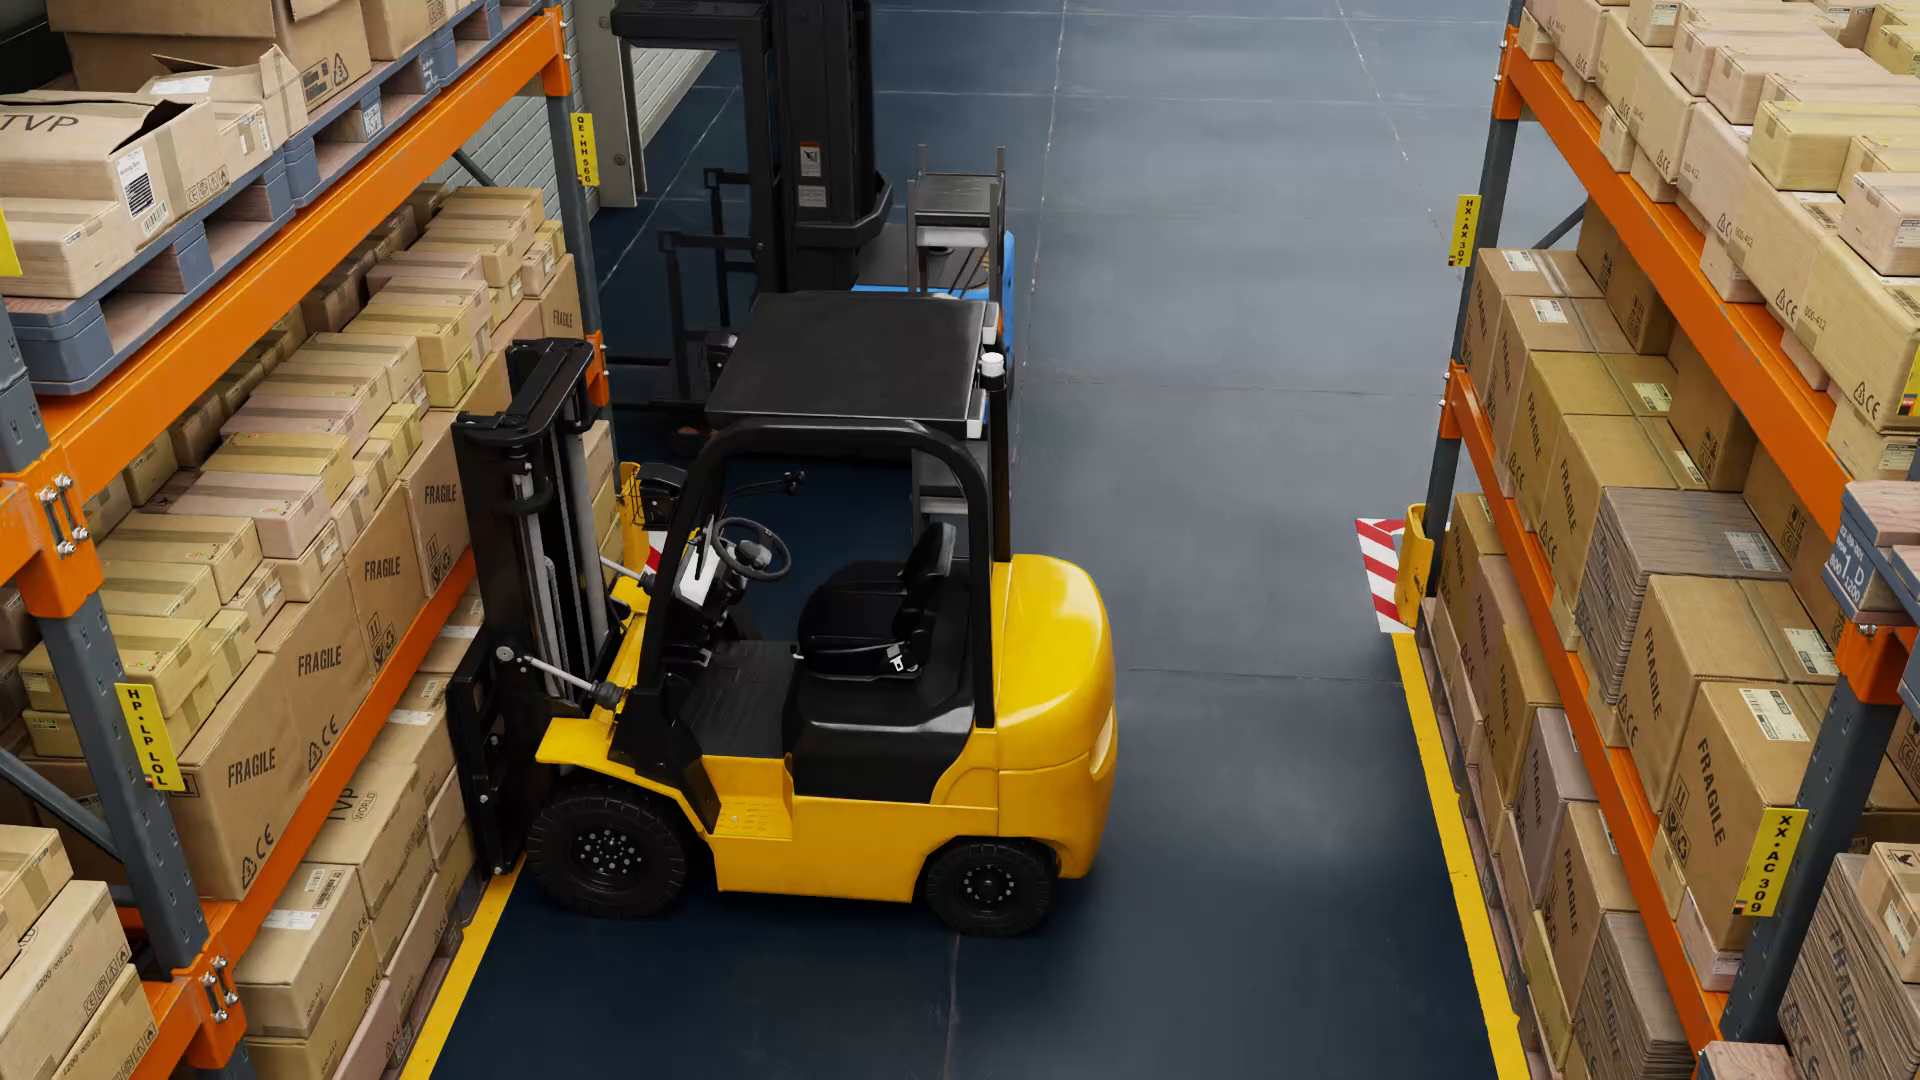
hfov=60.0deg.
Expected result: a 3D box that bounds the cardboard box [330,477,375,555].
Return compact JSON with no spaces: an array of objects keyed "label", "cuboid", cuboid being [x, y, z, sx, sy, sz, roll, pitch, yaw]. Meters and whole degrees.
[{"label":"cardboard box","cuboid":[-2.111,-0.084,5.313,0.380,0.149,0.250,2,32,3]}]

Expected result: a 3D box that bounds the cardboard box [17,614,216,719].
[{"label":"cardboard box","cuboid":[-2.207,0.327,4.363,0.380,0.149,0.250,3,32,5]}]

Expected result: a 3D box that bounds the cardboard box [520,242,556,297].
[{"label":"cardboard box","cuboid":[-1.943,-1.156,7.053,0.380,0.149,0.250,3,32,5]}]

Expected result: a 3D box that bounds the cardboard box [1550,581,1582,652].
[{"label":"cardboard box","cuboid":[2.256,0.262,5.705,0.380,0.149,0.250,3,32,4]}]

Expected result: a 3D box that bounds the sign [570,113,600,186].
[{"label":"sign","cuboid":[-1.664,-1.729,7.366,0.100,0.325,0.005,2,32,4]}]

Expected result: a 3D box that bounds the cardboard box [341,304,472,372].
[{"label":"cardboard box","cuboid":[-2.026,-0.743,6.099,0.380,0.149,0.250,3,32,5]}]

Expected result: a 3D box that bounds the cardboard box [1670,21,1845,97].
[{"label":"cardboard box","cuboid":[2.258,-1.363,4.723,0.380,0.149,0.250,3,32,5]}]

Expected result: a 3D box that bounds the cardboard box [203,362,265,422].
[{"label":"cardboard box","cuboid":[-2.616,-0.498,5.702,0.380,0.149,0.250,3,32,5]}]

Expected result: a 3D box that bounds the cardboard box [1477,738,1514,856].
[{"label":"cardboard box","cuboid":[2.322,0.999,6.490,0.500,0.250,0.500,5,32,7]}]

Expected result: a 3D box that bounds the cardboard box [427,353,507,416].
[{"label":"cardboard box","cuboid":[-2.074,-0.400,6.445,0.500,0.500,0.500,2,32,3]}]

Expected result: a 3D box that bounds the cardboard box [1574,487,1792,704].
[{"label":"cardboard box","cuboid":[2.280,0.183,5.215,0.500,0.500,0.500,3,32,5]}]

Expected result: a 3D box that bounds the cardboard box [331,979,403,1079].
[{"label":"cardboard box","cuboid":[-2.160,1.679,5.386,0.500,0.250,0.500,3,32,4]}]

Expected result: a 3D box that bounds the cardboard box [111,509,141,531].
[{"label":"cardboard box","cuboid":[-2.760,0.021,5.143,0.380,0.149,0.250,3,32,4]}]

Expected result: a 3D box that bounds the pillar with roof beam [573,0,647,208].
[{"label":"pillar with roof beam","cuboid":[1.621,-6.347,10.472,9.100,9.000,0.400,2,32,4]}]

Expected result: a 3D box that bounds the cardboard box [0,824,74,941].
[{"label":"cardboard box","cuboid":[-2.335,0.796,3.886,0.380,0.149,0.250,4,32,6]}]

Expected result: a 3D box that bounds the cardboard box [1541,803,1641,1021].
[{"label":"cardboard box","cuboid":[2.239,1.222,5.414,0.500,0.500,0.500,3,32,5]}]

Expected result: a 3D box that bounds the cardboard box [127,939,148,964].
[{"label":"cardboard box","cuboid":[-2.682,1.227,5.168,0.500,0.250,0.500,3,32,5]}]

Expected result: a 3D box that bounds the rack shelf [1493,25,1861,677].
[{"label":"rack shelf","cuboid":[2.581,-0.880,5.146,1.077,0.370,4.000,2,32,4]}]

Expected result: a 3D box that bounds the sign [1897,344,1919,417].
[{"label":"sign","cuboid":[1.877,-0.380,3.155,0.100,0.325,0.005,2,32,4]}]

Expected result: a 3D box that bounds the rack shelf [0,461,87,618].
[{"label":"rack shelf","cuboid":[-2.692,1.001,2.092,1.077,0.370,4.000,2,32,4]}]

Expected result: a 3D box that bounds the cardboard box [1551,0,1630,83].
[{"label":"cardboard box","cuboid":[2.387,-1.780,5.780,0.500,0.250,0.500,2,32,3]}]

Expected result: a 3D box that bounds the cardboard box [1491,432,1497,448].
[{"label":"cardboard box","cuboid":[2.401,-0.412,6.798,0.380,0.149,0.250,1,32,2]}]

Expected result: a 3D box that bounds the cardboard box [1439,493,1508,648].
[{"label":"cardboard box","cuboid":[2.402,0.140,7.170,0.500,0.500,0.500,1,32,2]}]

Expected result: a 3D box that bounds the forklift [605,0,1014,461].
[{"label":"forklift","cuboid":[-1.226,-1.983,9.175,3.031,2.935,1.130,3,32,6]}]

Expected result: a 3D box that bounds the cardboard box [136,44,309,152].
[{"label":"cardboard box","cuboid":[-2.105,-1.278,4.738,0.396,0.266,0.258,2,32,3]}]

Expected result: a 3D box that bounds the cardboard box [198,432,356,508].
[{"label":"cardboard box","cuboid":[-2.147,-0.214,5.242,0.380,0.149,0.250,2,32,3]}]

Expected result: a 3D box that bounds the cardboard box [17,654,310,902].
[{"label":"cardboard box","cuboid":[-2.233,0.663,4.720,0.500,0.500,0.500,2,32,3]}]

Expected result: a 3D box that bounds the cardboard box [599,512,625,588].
[{"label":"cardboard box","cuboid":[-1.927,0.086,7.972,0.500,0.250,0.500,3,32,4]}]

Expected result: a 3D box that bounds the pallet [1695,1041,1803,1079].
[{"label":"pallet","cuboid":[2.211,1.612,3.459,1.003,0.211,1.213,2,32,4]}]

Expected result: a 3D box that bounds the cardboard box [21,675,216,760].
[{"label":"cardboard box","cuboid":[-2.241,0.452,4.443,0.380,0.149,0.250,2,32,3]}]

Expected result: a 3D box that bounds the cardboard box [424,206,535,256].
[{"label":"cardboard box","cuboid":[-2.011,-1.284,6.977,0.380,0.149,0.250,3,32,4]}]

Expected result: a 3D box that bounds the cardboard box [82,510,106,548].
[{"label":"cardboard box","cuboid":[-2.734,0.033,4.841,0.380,0.149,0.250,2,32,4]}]

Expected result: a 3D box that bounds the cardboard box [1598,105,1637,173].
[{"label":"cardboard box","cuboid":[2.292,-1.290,5.364,0.380,0.149,0.250,3,32,5]}]

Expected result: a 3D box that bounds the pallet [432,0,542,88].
[{"label":"pallet","cuboid":[-2.287,-2.036,6.420,1.003,0.211,1.213,2,32,4]}]

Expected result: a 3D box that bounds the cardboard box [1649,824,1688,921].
[{"label":"cardboard box","cuboid":[2.154,0.932,4.619,0.380,0.149,0.250,3,32,5]}]

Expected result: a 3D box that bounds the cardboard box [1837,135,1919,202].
[{"label":"cardboard box","cuboid":[2.282,-0.820,3.841,0.380,0.149,0.250,3,32,5]}]

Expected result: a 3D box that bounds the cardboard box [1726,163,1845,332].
[{"label":"cardboard box","cuboid":[2.226,-0.710,4.043,0.500,0.250,0.500,2,32,3]}]

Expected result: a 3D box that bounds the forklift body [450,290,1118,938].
[{"label":"forklift body","cuboid":[-0.539,0.266,6.269,2.313,2.155,1.214,2,32,4]}]

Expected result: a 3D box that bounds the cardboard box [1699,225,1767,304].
[{"label":"cardboard box","cuboid":[2.238,-0.749,4.487,0.380,0.149,0.250,3,32,5]}]

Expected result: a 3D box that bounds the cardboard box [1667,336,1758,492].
[{"label":"cardboard box","cuboid":[2.754,-0.483,5.343,0.700,0.500,0.500,2,32,4]}]

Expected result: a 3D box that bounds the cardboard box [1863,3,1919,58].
[{"label":"cardboard box","cuboid":[2.920,-1.472,4.900,0.380,0.149,0.250,3,32,5]}]

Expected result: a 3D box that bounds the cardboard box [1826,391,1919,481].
[{"label":"cardboard box","cuboid":[2.140,-0.212,3.615,0.380,0.149,0.250,3,32,4]}]

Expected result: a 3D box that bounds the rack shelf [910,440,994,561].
[{"label":"rack shelf","cuboid":[-0.013,-0.200,8.433,0.431,0.518,0.480,2,32,4]}]

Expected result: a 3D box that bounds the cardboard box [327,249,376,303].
[{"label":"cardboard box","cuboid":[-2.541,-1.041,6.583,0.380,0.149,0.250,3,32,4]}]

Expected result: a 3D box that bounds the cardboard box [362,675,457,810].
[{"label":"cardboard box","cuboid":[-2.096,0.725,5.981,0.500,0.250,0.500,3,32,6]}]

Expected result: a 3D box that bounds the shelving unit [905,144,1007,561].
[{"label":"shelving unit","cuboid":[-0.013,-0.807,8.059,0.431,2.100,0.503,2,32,4]}]

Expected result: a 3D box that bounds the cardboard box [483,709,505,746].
[{"label":"cardboard box","cuboid":[-2.048,0.676,6.538,0.500,0.250,0.500,2,32,4]}]

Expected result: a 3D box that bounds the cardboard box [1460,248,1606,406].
[{"label":"cardboard box","cuboid":[2.429,-0.889,6.954,0.500,0.500,0.500,2,32,3]}]

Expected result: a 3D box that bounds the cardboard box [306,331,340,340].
[{"label":"cardboard box","cuboid":[-2.646,-0.789,6.458,0.380,0.149,0.250,3,32,4]}]

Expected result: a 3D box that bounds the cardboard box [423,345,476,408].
[{"label":"cardboard box","cuboid":[-2.032,-0.619,6.182,0.380,0.149,0.250,3,32,4]}]

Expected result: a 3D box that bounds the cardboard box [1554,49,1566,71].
[{"label":"cardboard box","cuboid":[2.461,-1.824,6.232,0.380,0.149,0.250,1,32,2]}]

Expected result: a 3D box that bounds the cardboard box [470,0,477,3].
[{"label":"cardboard box","cuboid":[-1.968,-2.110,6.200,0.380,0.149,0.250,2,32,3]}]

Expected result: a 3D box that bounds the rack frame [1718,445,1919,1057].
[{"label":"rack frame","cuboid":[2.419,1.136,4.047,1.000,3.000,0.127,2,32,4]}]
